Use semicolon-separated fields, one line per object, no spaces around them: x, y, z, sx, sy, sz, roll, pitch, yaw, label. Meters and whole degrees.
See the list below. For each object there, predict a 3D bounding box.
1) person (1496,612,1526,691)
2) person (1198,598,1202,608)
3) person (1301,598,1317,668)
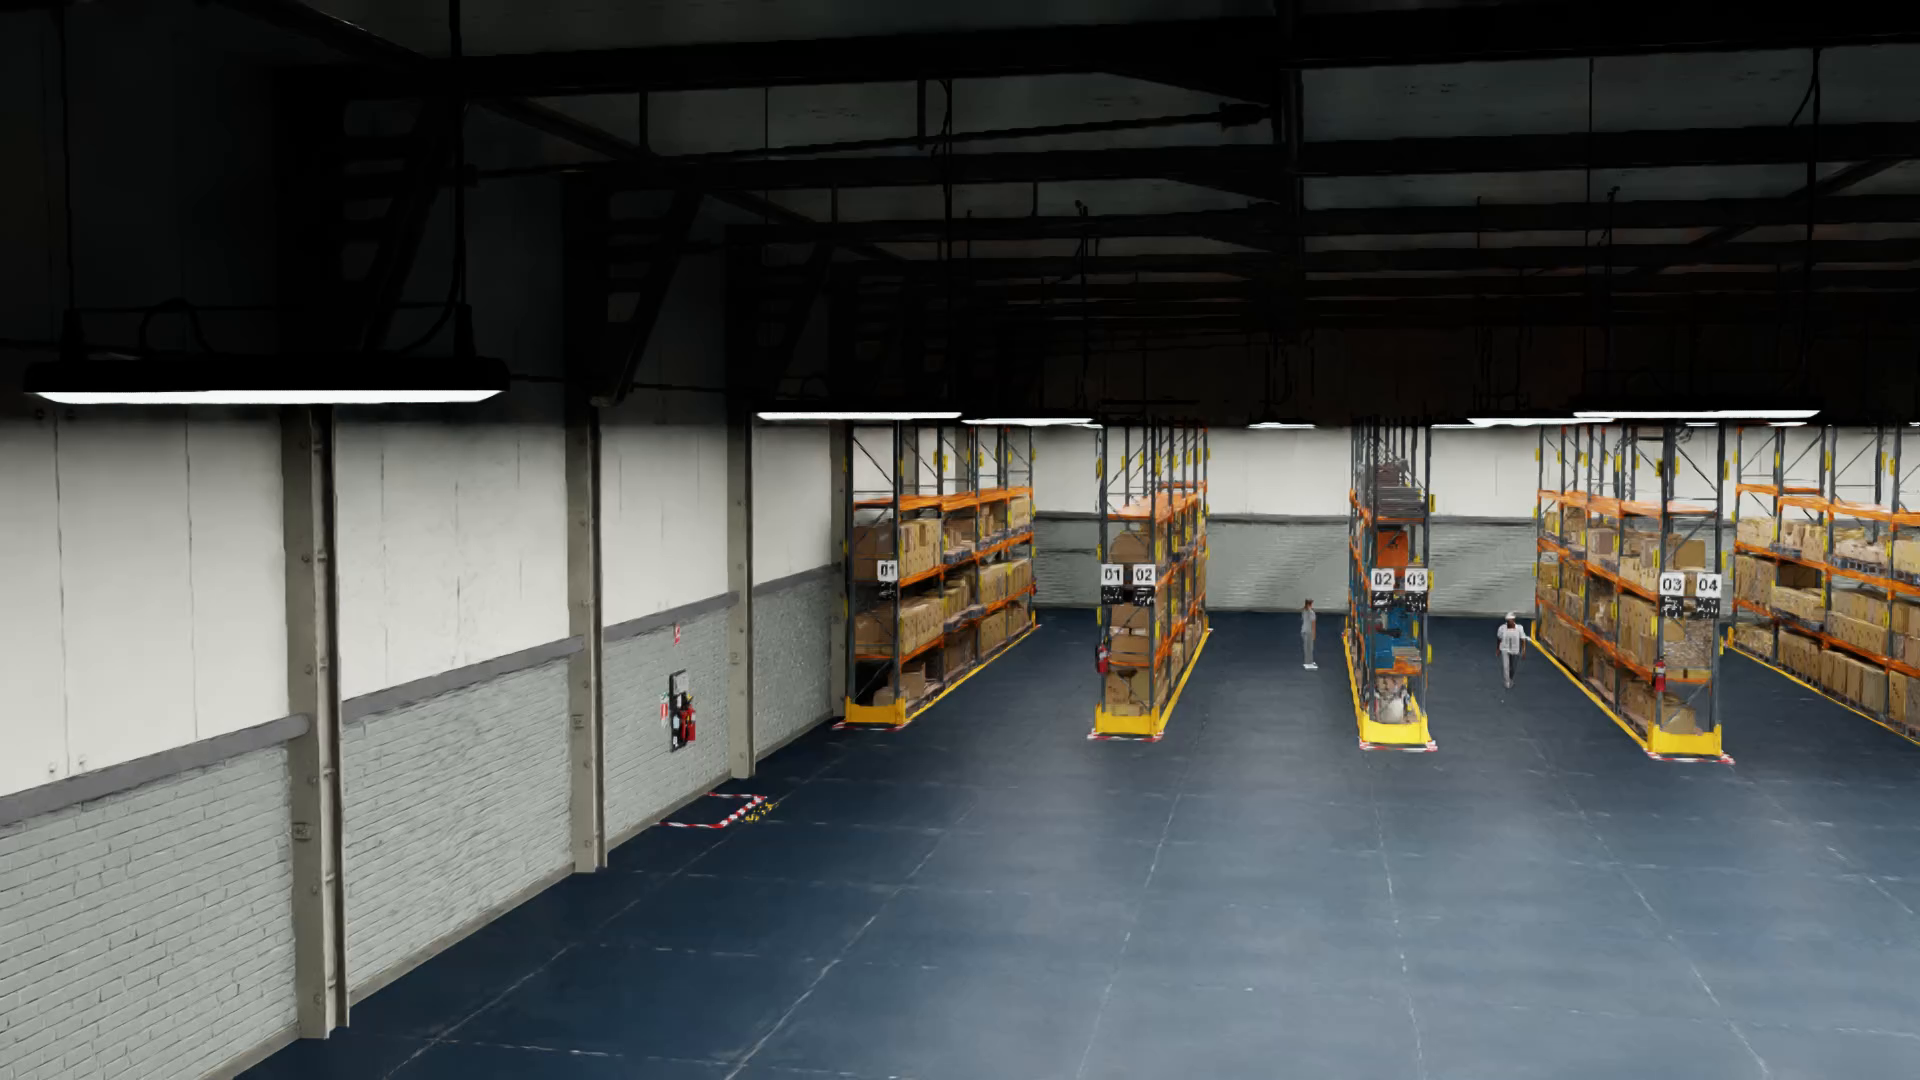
12.127;2.431;36.592;0.586;1.716;1.042;1;4;11;person
7.029;1.519;50.127;0.698;1.719;0.792;-1;4;-8;person
8.363;2.219;39.855;0.356;1.677;0.496;-1;4;-20;person
